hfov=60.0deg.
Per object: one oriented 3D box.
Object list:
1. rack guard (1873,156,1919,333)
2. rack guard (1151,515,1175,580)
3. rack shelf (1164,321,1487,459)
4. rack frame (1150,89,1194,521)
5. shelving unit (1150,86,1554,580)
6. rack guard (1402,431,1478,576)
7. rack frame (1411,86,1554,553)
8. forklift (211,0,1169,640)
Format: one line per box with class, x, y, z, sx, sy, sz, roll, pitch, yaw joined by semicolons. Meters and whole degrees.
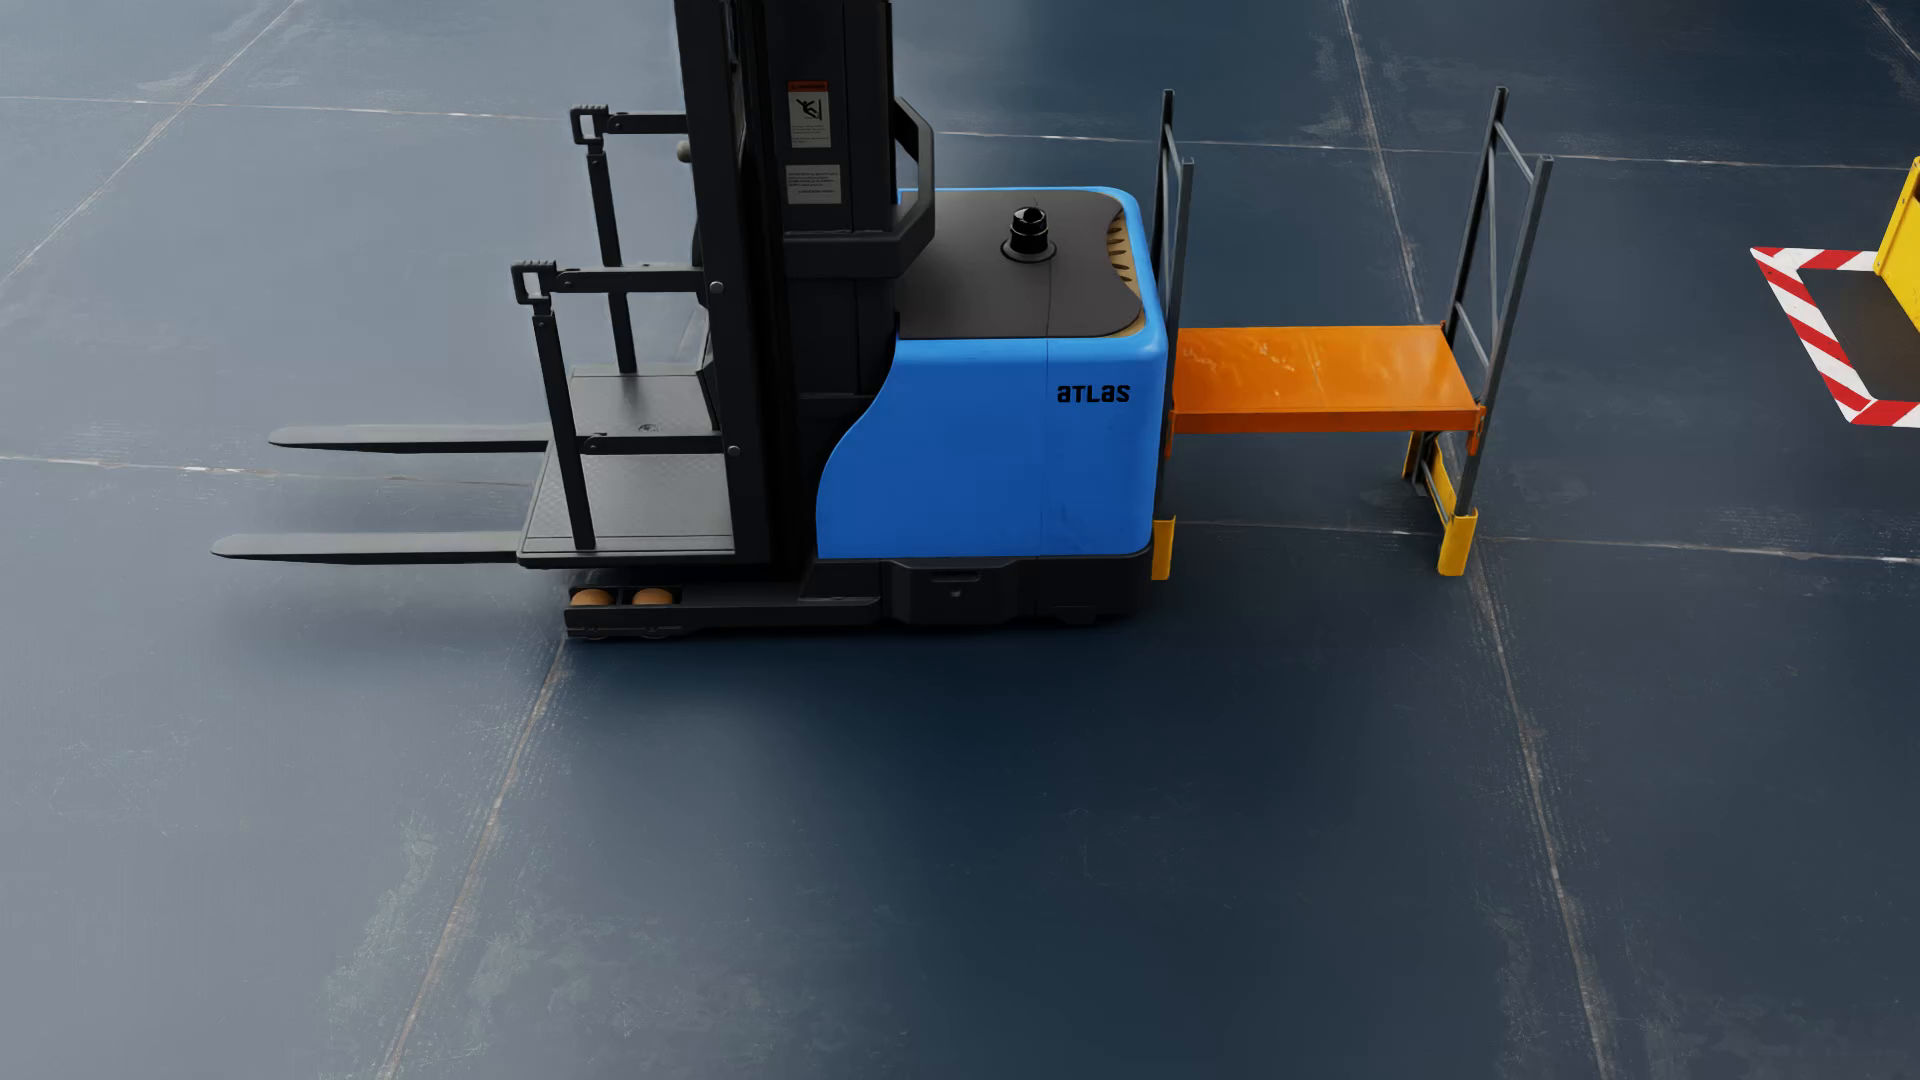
rack guard;4.076;-1.031;6.621;0.348;0.500;1.175;3;39;4
rack guard;0.658;-0.147;5.733;0.087;0.250;0.587;-1;39;-1
rack shelf;1.147;-0.499;5.460;1.000;0.185;0.538;-1;39;-1
rack frame;0.639;-0.632;5.338;0.032;1.500;0.500;-1;39;-1
shelving unit;1.156;-0.639;5.346;1.083;1.500;0.587;-1;39;-1
rack guard;1.654;-0.160;5.749;0.087;0.250;0.587;-1;39;-1
rack frame;1.655;-0.645;5.354;0.032;1.500;0.500;-1;39;-1
forklift;-0.906;-1.154;4.846;3.031;2.935;1.130;-1;39;-1
